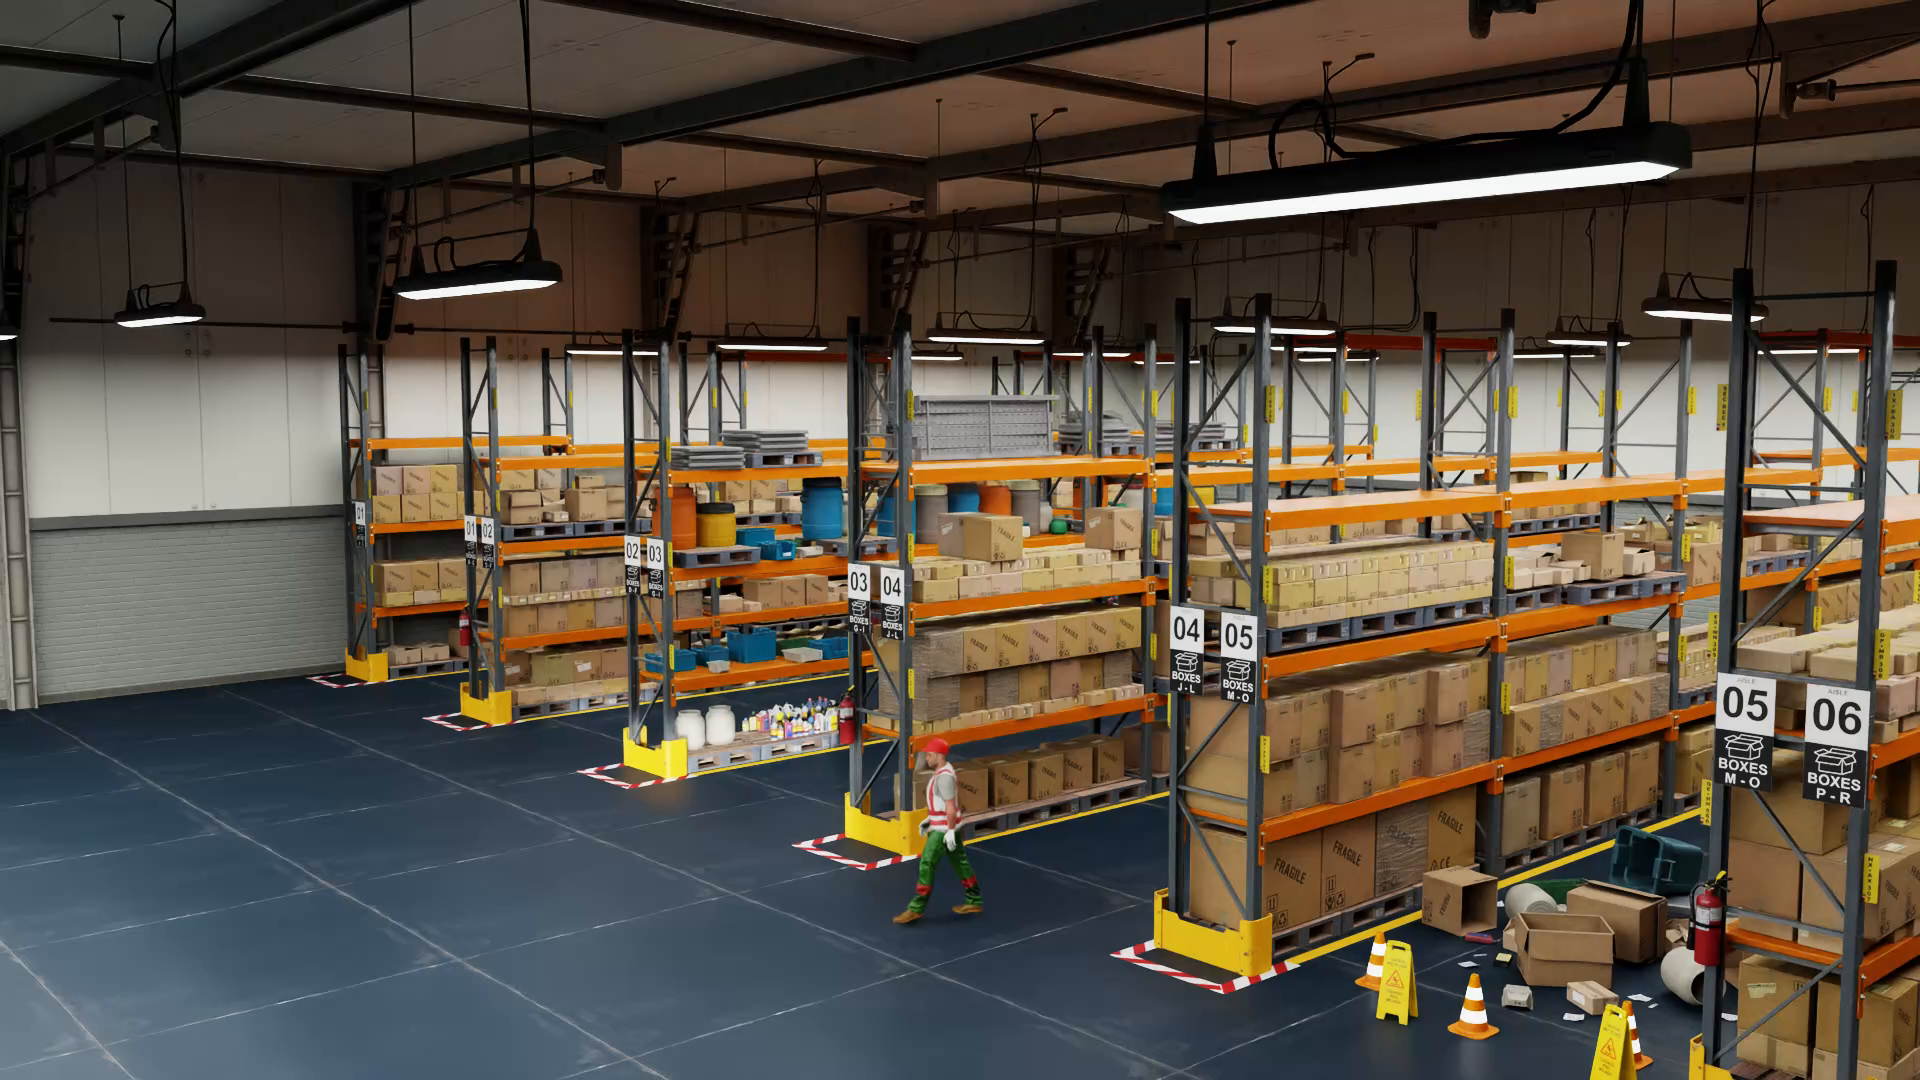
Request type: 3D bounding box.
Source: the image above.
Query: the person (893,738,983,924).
[{"bbox_3d":[-0.208,2.819,16.277,0.857,1.768,0.561,0,5,5],"label":"person"}]

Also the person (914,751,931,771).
[{"bbox_3d":[-0.419,2.449,21.127,0.545,1.784,0.599,4,7,40],"label":"person"}]
